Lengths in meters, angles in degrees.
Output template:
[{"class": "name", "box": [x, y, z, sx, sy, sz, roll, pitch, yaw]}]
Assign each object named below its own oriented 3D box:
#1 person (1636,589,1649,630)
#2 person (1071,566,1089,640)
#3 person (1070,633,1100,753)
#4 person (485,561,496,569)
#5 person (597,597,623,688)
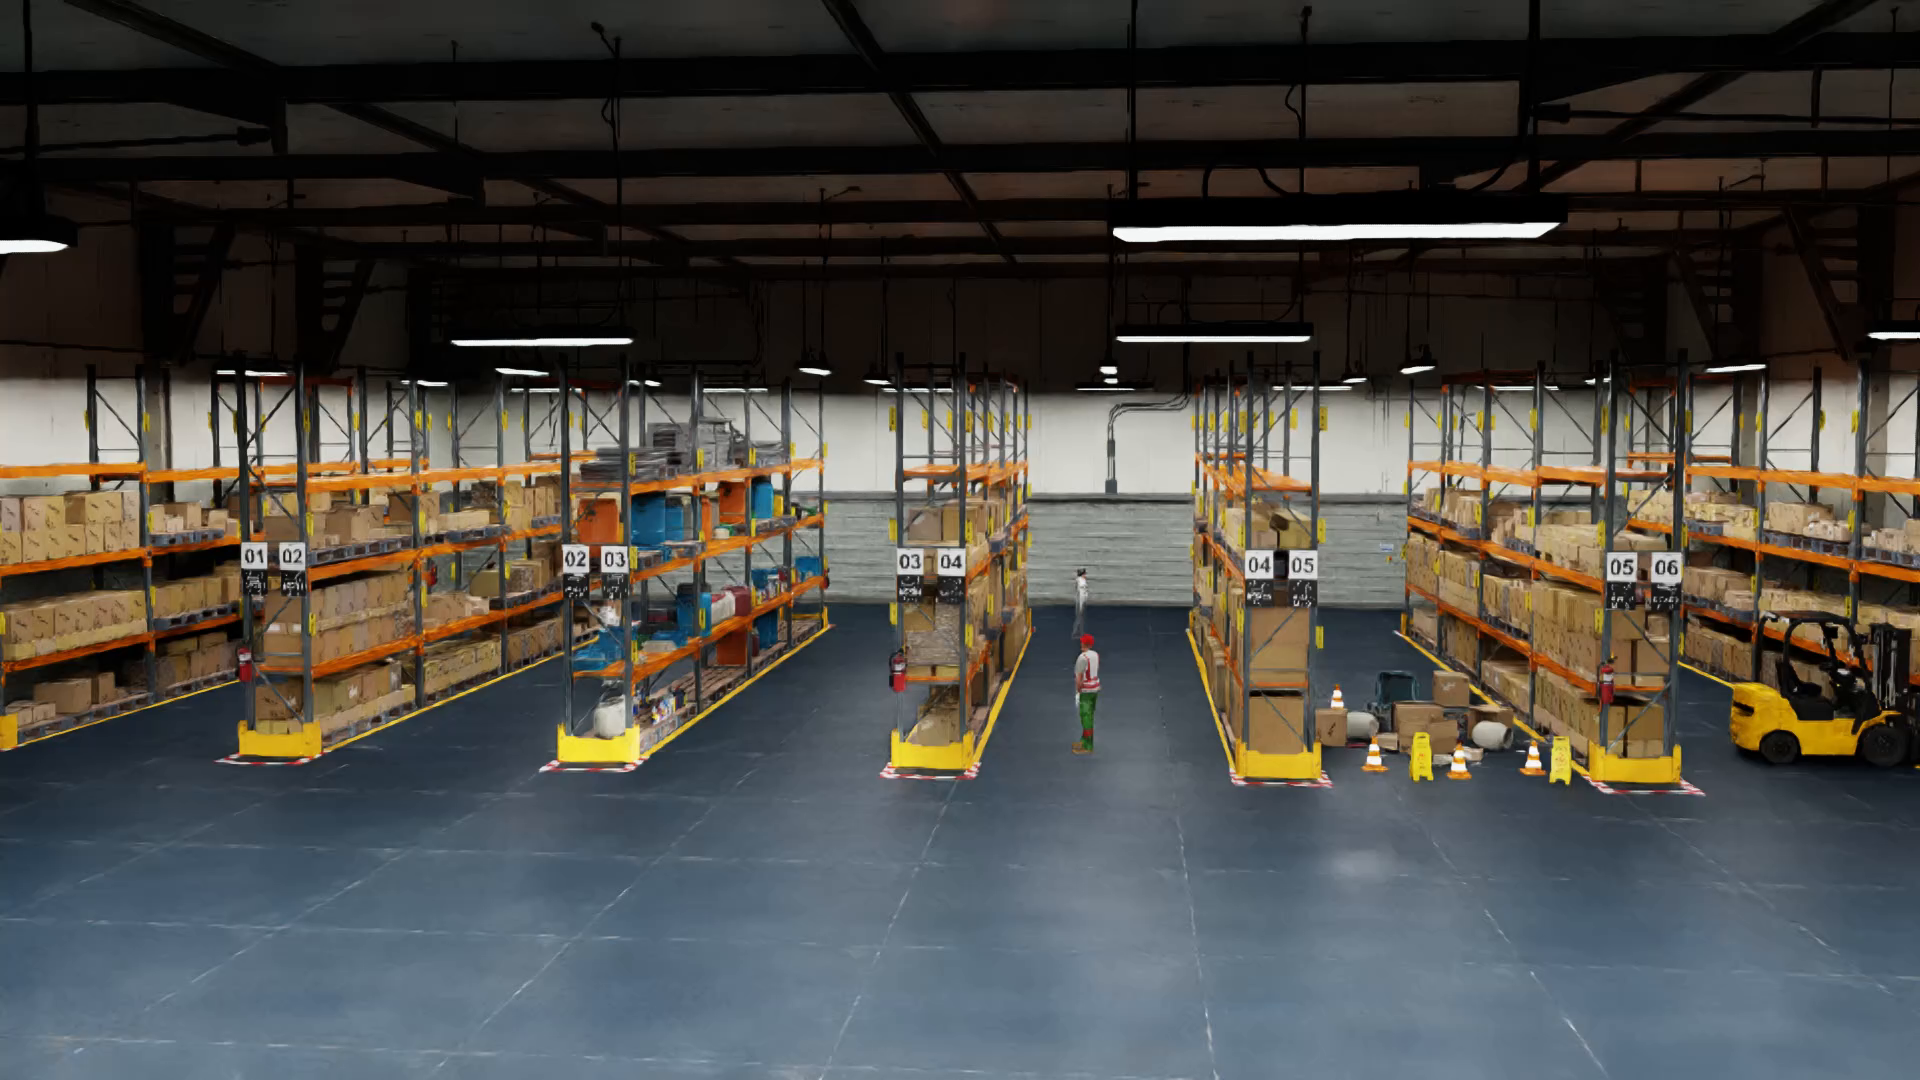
[{"class": "person", "box": [13.929, 1.662, 34.248, 0.610, 1.776, 0.656, 2, 4, 23]}, {"class": "person", "box": [2.789, 1.444, 38.272, 0.478, 1.667, 0.641, 0, 4, -1]}, {"class": "person", "box": [1.869, 2.305, 25.208, 0.490, 1.784, 0.608, 3, 5, 35]}, {"class": "person", "box": [-11.146, 1.329, 39.694, 0.390, 1.674, 0.561, -1, 4, -9]}, {"class": "person", "box": [-6.584, 1.883, 31.386, 0.475, 1.762, 0.595, -2, 4, -25]}]
